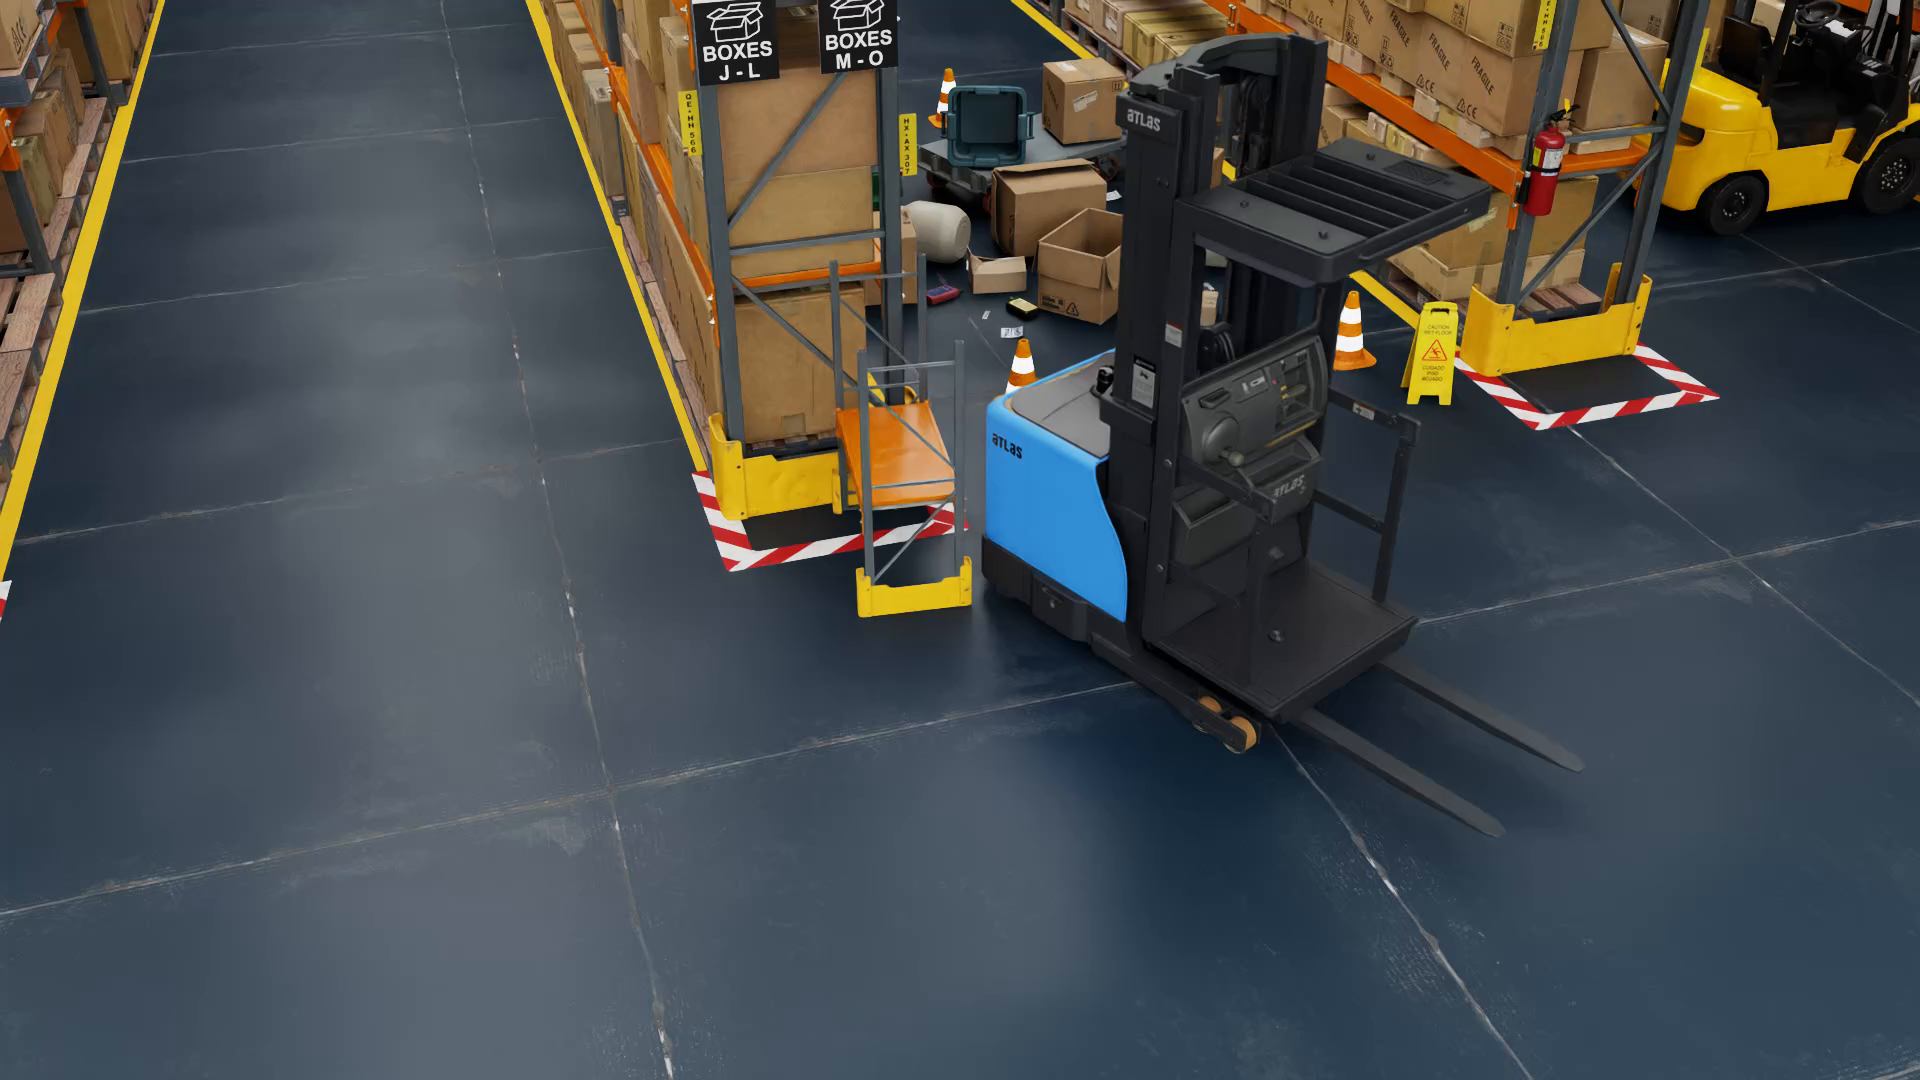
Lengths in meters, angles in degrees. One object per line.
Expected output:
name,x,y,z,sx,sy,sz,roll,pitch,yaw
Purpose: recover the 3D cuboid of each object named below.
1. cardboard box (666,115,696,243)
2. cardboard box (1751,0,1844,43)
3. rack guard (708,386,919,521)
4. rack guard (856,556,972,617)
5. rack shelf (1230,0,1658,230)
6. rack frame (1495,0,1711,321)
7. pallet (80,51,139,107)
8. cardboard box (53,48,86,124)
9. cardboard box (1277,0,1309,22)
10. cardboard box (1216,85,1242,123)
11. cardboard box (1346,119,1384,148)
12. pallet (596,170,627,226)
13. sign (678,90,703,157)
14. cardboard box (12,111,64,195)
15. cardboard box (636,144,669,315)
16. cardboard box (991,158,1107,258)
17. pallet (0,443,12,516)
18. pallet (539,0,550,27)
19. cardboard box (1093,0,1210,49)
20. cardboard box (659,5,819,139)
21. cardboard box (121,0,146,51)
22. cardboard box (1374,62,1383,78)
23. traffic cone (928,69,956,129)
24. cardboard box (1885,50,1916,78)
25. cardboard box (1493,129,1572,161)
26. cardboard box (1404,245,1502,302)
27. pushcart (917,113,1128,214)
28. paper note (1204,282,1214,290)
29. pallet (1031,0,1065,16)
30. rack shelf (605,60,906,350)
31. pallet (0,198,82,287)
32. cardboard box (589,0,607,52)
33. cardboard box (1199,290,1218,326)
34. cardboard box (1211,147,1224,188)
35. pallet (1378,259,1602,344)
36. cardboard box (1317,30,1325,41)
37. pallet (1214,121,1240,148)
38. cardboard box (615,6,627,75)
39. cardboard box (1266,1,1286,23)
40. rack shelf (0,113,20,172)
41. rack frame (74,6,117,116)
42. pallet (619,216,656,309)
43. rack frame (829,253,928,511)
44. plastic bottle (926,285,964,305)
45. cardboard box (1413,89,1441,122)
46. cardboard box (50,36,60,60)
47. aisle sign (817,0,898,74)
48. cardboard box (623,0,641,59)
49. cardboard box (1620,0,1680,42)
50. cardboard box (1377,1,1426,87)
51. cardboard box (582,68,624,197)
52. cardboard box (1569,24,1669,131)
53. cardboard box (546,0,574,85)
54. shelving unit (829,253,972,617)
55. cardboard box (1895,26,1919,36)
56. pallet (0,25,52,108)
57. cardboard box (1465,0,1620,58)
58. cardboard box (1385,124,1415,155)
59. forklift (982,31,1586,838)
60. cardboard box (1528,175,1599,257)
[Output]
cardboard box,-1.148,-2.086,9.369,0.875,0.550,0.550,-10,35,-15
cardboard box,7.235,-4.512,14.382,0.500,0.250,0.500,-11,35,-15
rack guard,-0.795,-0.495,9.366,1.175,0.500,0.348,-10,35,-15
rack guard,-0.233,0.239,8.481,0.587,0.250,0.087,-6,34,-9
rack shelf,3.270,-3.186,11.823,1.077,0.370,4.000,-10,35,-15
rack frame,3.881,-2.436,10.036,1.000,3.000,0.127,-10,35,-15
pallet,-8.166,-4.233,15.284,1.003,0.211,1.213,-10,35,-15
cardboard box,-7.774,-3.762,13.911,0.700,0.500,0.500,-12,35,-17
cardboard box,2.704,-4.165,12.291,0.500,0.500,0.500,-10,35,-15
cardboard box,2.498,-3.890,14.239,0.950,0.372,0.625,-10,35,-14
cardboard box,3.078,-2.694,11.858,0.500,0.500,0.500,-11,35,-16
pallet,-2.330,-2.880,13.236,1.003,0.211,1.213,-10,35,-15
sign,-1.324,-2.049,8.184,0.100,0.325,0.005,-10,35,-15
cardboard box,-7.243,-2.884,12.581,0.700,0.500,0.500,-13,36,-19
cardboard box,-1.619,-2.125,11.111,0.875,0.875,0.875,-10,35,-14
cardboard box,0.641,-2.438,12.179,0.797,0.637,0.503,-10,35,-15
pallet,-5.795,-0.079,8.997,1.003,0.211,1.213,-10,35,-15
pallet,-3.848,-5.638,17.410,1.003,0.211,1.213,-10,35,-15
cardboard box,1.836,-5.031,15.965,0.950,0.372,0.625,-11,35,-16
cardboard box,-1.135,-2.539,9.075,0.875,0.550,0.550,-10,35,-15
cardboard box,-8.453,-5.094,15.604,1.225,0.875,0.875,-10,35,-15
cardboard box,3.115,-3.298,11.567,0.380,0.149,0.250,-10,35,-15
traffic cone,-0.092,-3.878,14.518,0.336,0.463,0.334,-10,35,-15
cardboard box,7.697,-3.705,13.162,0.500,0.250,0.500,-11,35,-16
cardboard box,3.563,-2.492,10.348,0.380,0.149,0.250,-9,34,-13
cardboard box,3.370,-1.856,11.271,0.500,0.250,0.500,-10,35,-15
pushcart,0.504,-3.033,13.317,1.648,0.377,0.936,-23,40,-31
paper note,1.762,-1.799,11.783,0.032,0.001,0.123,-10,35,-15
pallet,1.272,-5.900,17.806,1.003,0.211,1.213,-10,35,-15
rack shelf,-1.413,-2.301,10.483,1.077,0.370,4.000,-10,35,-15
pallet,-7.016,-2.115,12.079,1.003,0.211,1.213,-10,35,-15
cardboard box,-2.437,-3.922,12.193,0.500,0.500,0.500,-10,35,-15
cardboard box,1.557,-1.595,11.348,0.380,0.149,0.250,7,34,10
cardboard box,1.691,-2.703,12.705,0.500,0.500,0.500,13,36,18
pallet,3.643,-1.745,11.519,1.003,0.211,1.213,-10,35,-15
cardboard box,2.841,-3.684,12.151,0.380,0.149,0.250,-10,35,-15
pallet,2.422,-3.782,14.601,1.003,0.211,1.213,-10,35,-15
cardboard box,-1.899,-3.522,11.542,0.875,0.550,0.550,-10,35,-15
cardboard box,2.577,-4.088,12.764,0.380,0.149,0.250,-9,35,-13
rack shelf,-6.167,-1.520,9.301,1.077,0.370,4.000,-10,35,-15
rack frame,-7.997,-4.970,13.870,1.000,3.000,0.127,-10,35,-15
pallet,-1.865,-2.075,12.018,1.003,0.211,1.213,-10,35,-15
rack frame,-0.423,-0.822,8.953,0.500,1.500,0.032,-6,34,-9
plastic bottle,-0.118,-1.719,11.616,0.283,0.061,0.133,-23,40,-31
cardboard box,3.215,-2.875,10.927,0.380,0.149,0.250,-9,35,-14
cardboard box,-7.765,-4.077,13.706,0.500,0.250,0.500,-9,34,-13
aisle sign,-0.495,-2.649,7.999,0.394,0.787,0.004,-10,35,-15
cardboard box,-1.631,-3.389,10.361,0.875,0.550,0.550,-10,35,-15
cardboard box,6.987,-5.238,16.049,0.875,0.625,0.625,-10,35,-15
cardboard box,3.155,-3.368,11.085,0.500,0.500,0.500,-10,35,-15
cardboard box,-2.298,-3.198,12.849,1.050,0.750,0.750,-10,35,-15
cardboard box,4.000,-2.897,10.373,0.500,0.500,0.500,-11,35,-15
cardboard box,-3.143,-4.653,15.050,1.050,0.750,0.750,-10,35,-15
shelving unit,-0.328,-0.552,8.545,0.587,1.500,1.083,-6,34,-9
cardboard box,8.031,-4.061,13.701,0.500,0.250,0.500,-10,35,-14
pallet,-6.872,-3.216,11.389,1.003,0.211,1.213,-10,35,-15
cardboard box,3.517,-3.251,10.001,0.700,0.500,0.500,-11,35,-16
cardboard box,3.138,-2.739,11.338,0.380,0.149,0.250,-9,35,-14
forklift,1.461,-0.566,7.268,1.130,2.935,3.031,-26,41,-33
cardboard box,3.890,-2.260,11.201,0.500,0.500,0.500,-11,35,-16
